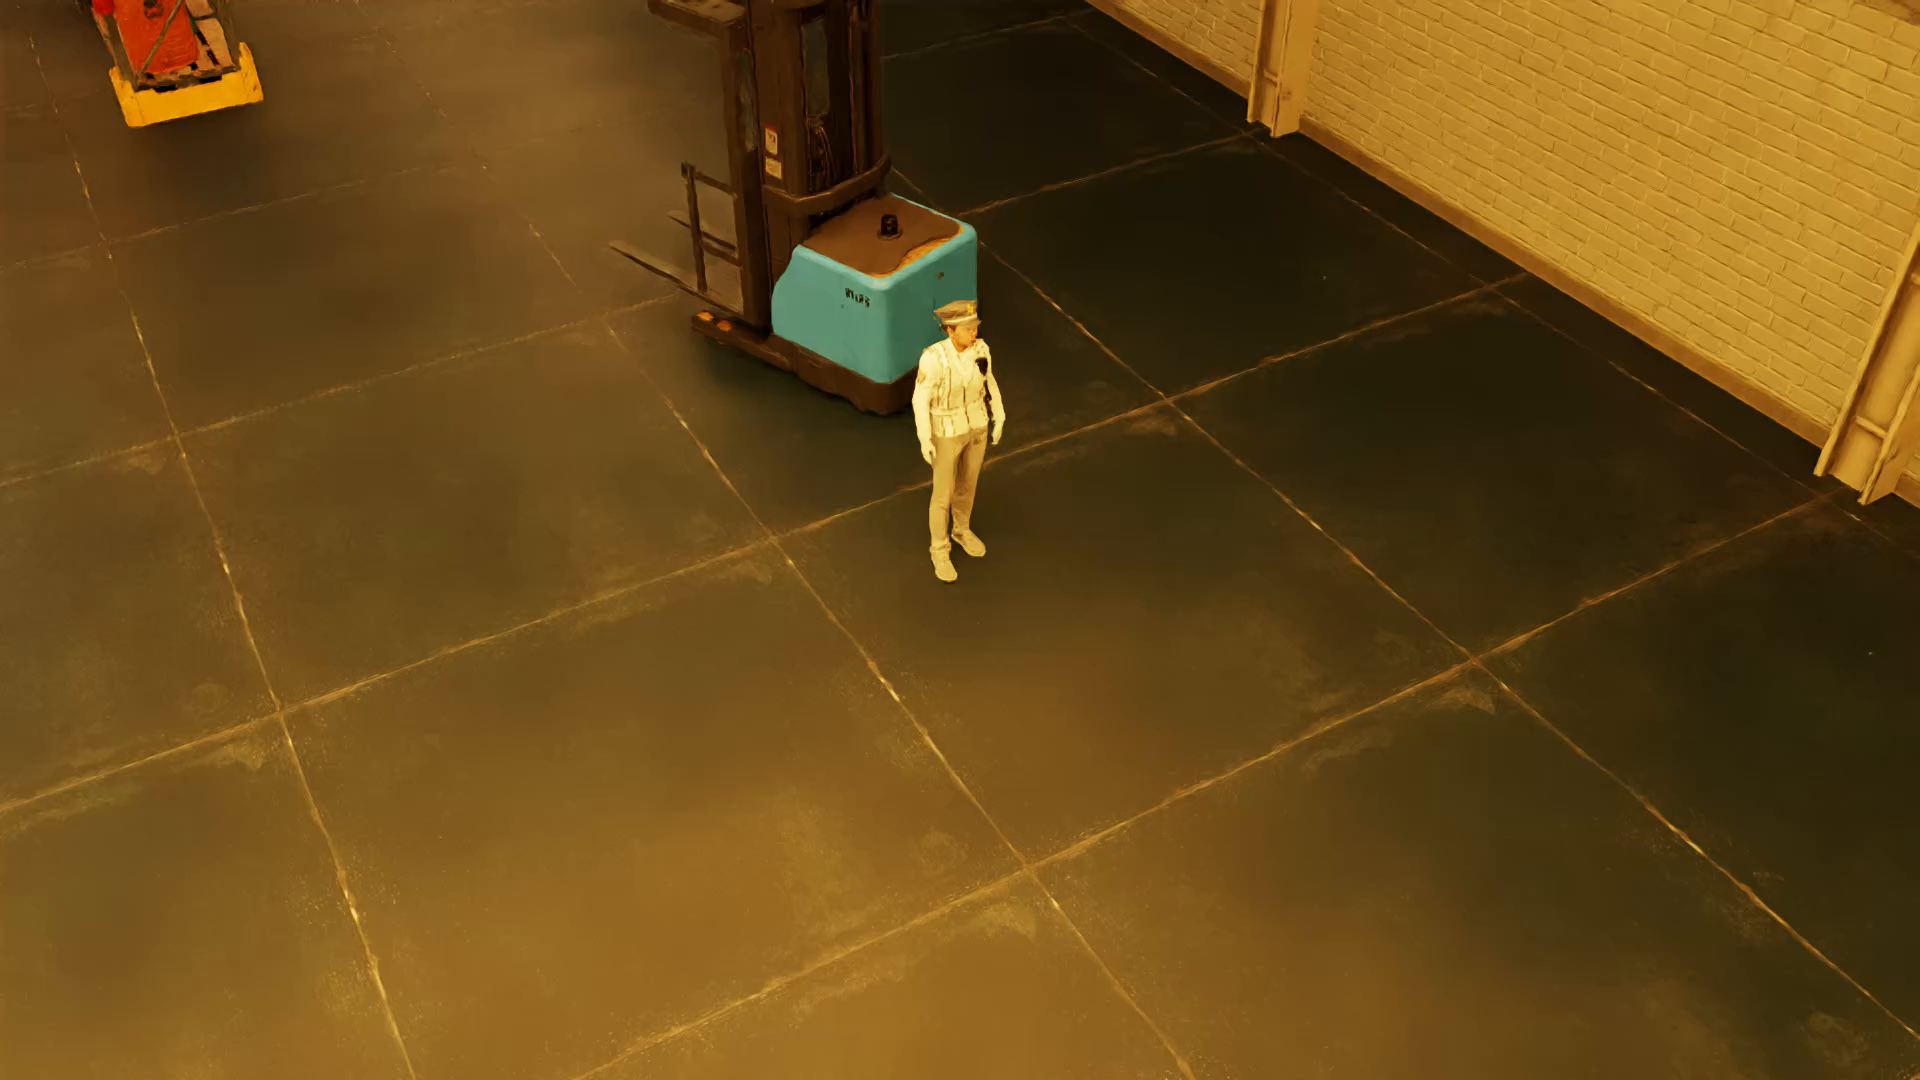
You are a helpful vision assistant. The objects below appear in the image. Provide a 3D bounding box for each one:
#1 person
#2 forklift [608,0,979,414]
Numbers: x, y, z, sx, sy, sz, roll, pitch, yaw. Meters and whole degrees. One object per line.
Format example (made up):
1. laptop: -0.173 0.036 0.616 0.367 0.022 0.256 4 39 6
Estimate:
1. person: 0.028 -0.618 9.738 0.586 1.695 0.533 -20 44 -23
2. forklift: -1.324 -2.775 11.382 3.031 2.935 1.130 28 47 30
